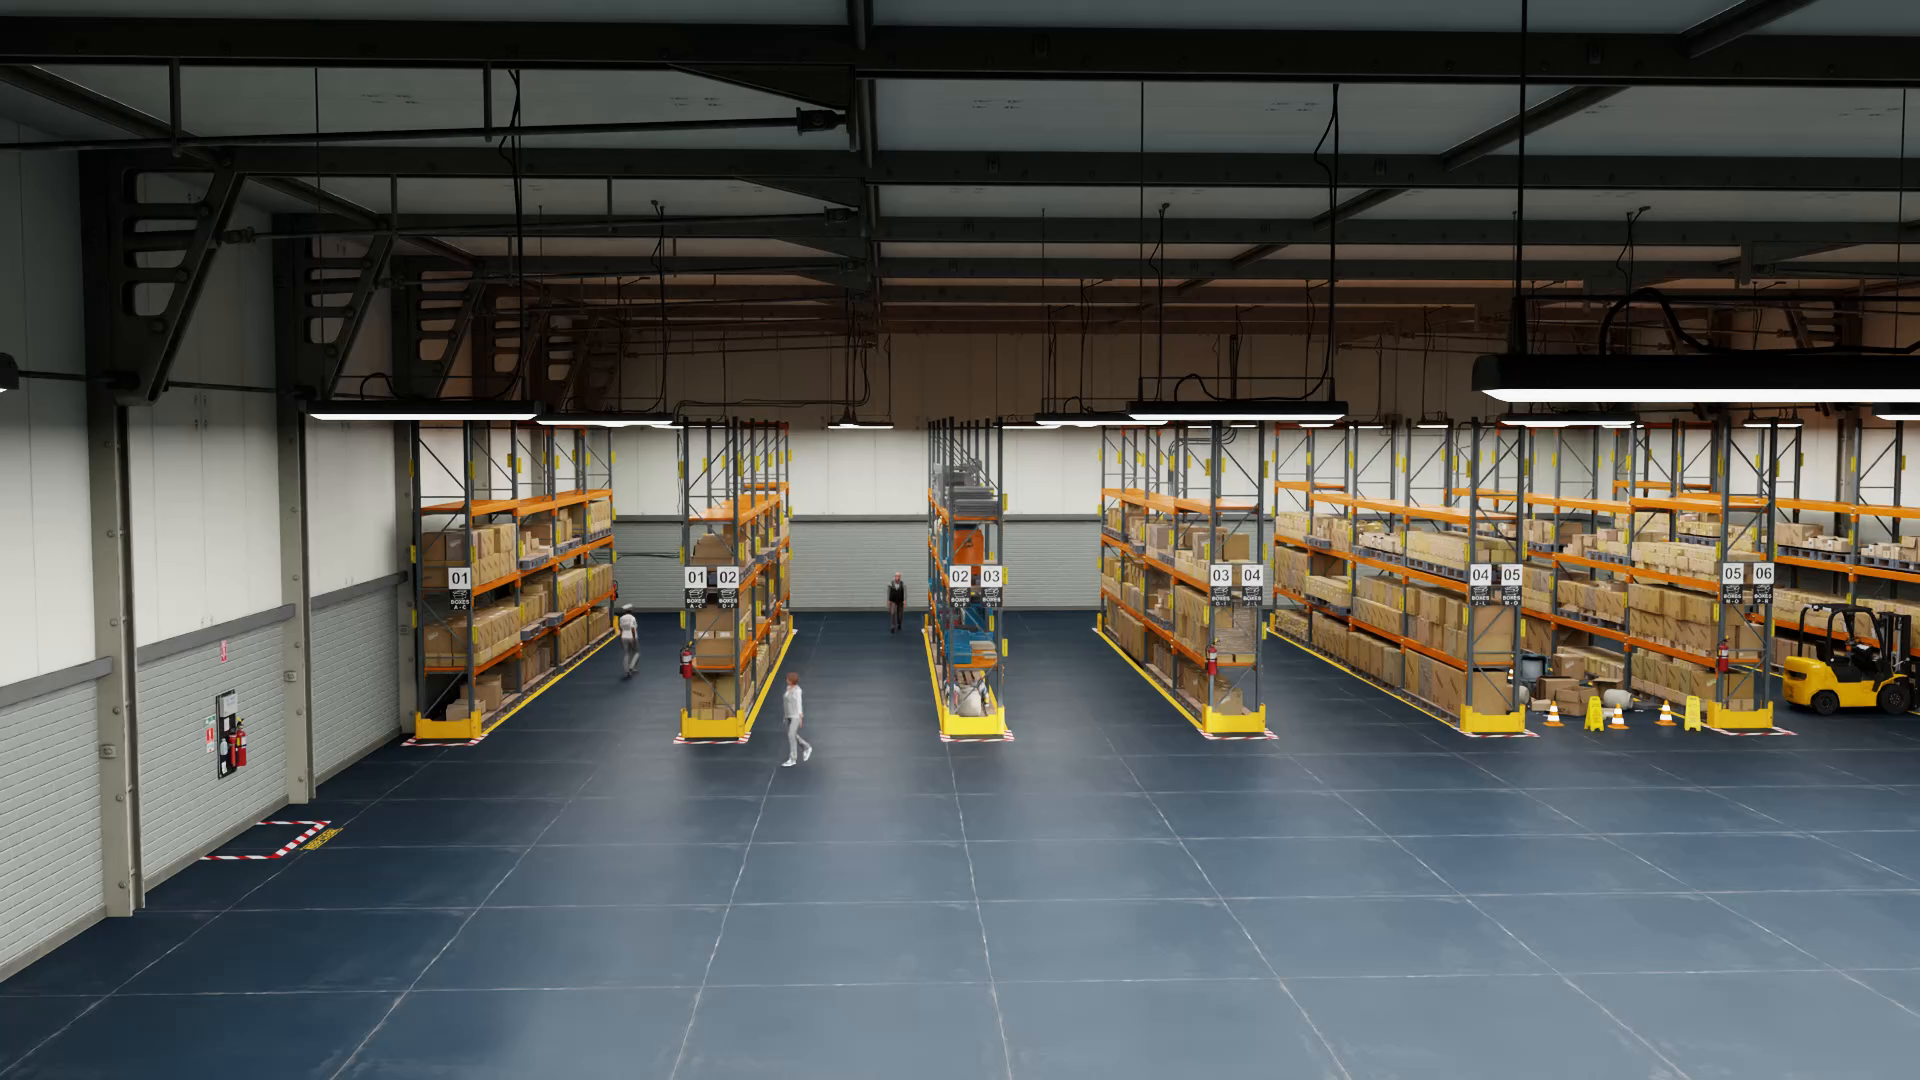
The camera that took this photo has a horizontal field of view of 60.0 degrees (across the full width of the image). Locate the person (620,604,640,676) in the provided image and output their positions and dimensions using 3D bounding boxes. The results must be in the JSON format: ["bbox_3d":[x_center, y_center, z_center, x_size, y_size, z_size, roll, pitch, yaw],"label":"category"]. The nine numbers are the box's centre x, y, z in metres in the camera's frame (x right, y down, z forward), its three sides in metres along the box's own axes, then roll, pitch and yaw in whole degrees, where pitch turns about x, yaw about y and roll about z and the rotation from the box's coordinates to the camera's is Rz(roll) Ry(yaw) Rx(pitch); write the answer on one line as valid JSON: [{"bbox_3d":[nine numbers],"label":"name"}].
[{"bbox_3d":[-7.738,2.338,38.944,0.498,1.670,0.452,1,4,11],"label":"person"}]

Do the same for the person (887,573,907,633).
[{"bbox_3d":[-1.805,1.772,47.453,0.578,1.680,1.008,0,4,-2],"label":"person"}]

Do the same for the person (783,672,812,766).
[{"bbox_3d":[-2.810,3.053,28.593,0.655,1.595,0.382,-2,4,-32],"label":"person"}]
